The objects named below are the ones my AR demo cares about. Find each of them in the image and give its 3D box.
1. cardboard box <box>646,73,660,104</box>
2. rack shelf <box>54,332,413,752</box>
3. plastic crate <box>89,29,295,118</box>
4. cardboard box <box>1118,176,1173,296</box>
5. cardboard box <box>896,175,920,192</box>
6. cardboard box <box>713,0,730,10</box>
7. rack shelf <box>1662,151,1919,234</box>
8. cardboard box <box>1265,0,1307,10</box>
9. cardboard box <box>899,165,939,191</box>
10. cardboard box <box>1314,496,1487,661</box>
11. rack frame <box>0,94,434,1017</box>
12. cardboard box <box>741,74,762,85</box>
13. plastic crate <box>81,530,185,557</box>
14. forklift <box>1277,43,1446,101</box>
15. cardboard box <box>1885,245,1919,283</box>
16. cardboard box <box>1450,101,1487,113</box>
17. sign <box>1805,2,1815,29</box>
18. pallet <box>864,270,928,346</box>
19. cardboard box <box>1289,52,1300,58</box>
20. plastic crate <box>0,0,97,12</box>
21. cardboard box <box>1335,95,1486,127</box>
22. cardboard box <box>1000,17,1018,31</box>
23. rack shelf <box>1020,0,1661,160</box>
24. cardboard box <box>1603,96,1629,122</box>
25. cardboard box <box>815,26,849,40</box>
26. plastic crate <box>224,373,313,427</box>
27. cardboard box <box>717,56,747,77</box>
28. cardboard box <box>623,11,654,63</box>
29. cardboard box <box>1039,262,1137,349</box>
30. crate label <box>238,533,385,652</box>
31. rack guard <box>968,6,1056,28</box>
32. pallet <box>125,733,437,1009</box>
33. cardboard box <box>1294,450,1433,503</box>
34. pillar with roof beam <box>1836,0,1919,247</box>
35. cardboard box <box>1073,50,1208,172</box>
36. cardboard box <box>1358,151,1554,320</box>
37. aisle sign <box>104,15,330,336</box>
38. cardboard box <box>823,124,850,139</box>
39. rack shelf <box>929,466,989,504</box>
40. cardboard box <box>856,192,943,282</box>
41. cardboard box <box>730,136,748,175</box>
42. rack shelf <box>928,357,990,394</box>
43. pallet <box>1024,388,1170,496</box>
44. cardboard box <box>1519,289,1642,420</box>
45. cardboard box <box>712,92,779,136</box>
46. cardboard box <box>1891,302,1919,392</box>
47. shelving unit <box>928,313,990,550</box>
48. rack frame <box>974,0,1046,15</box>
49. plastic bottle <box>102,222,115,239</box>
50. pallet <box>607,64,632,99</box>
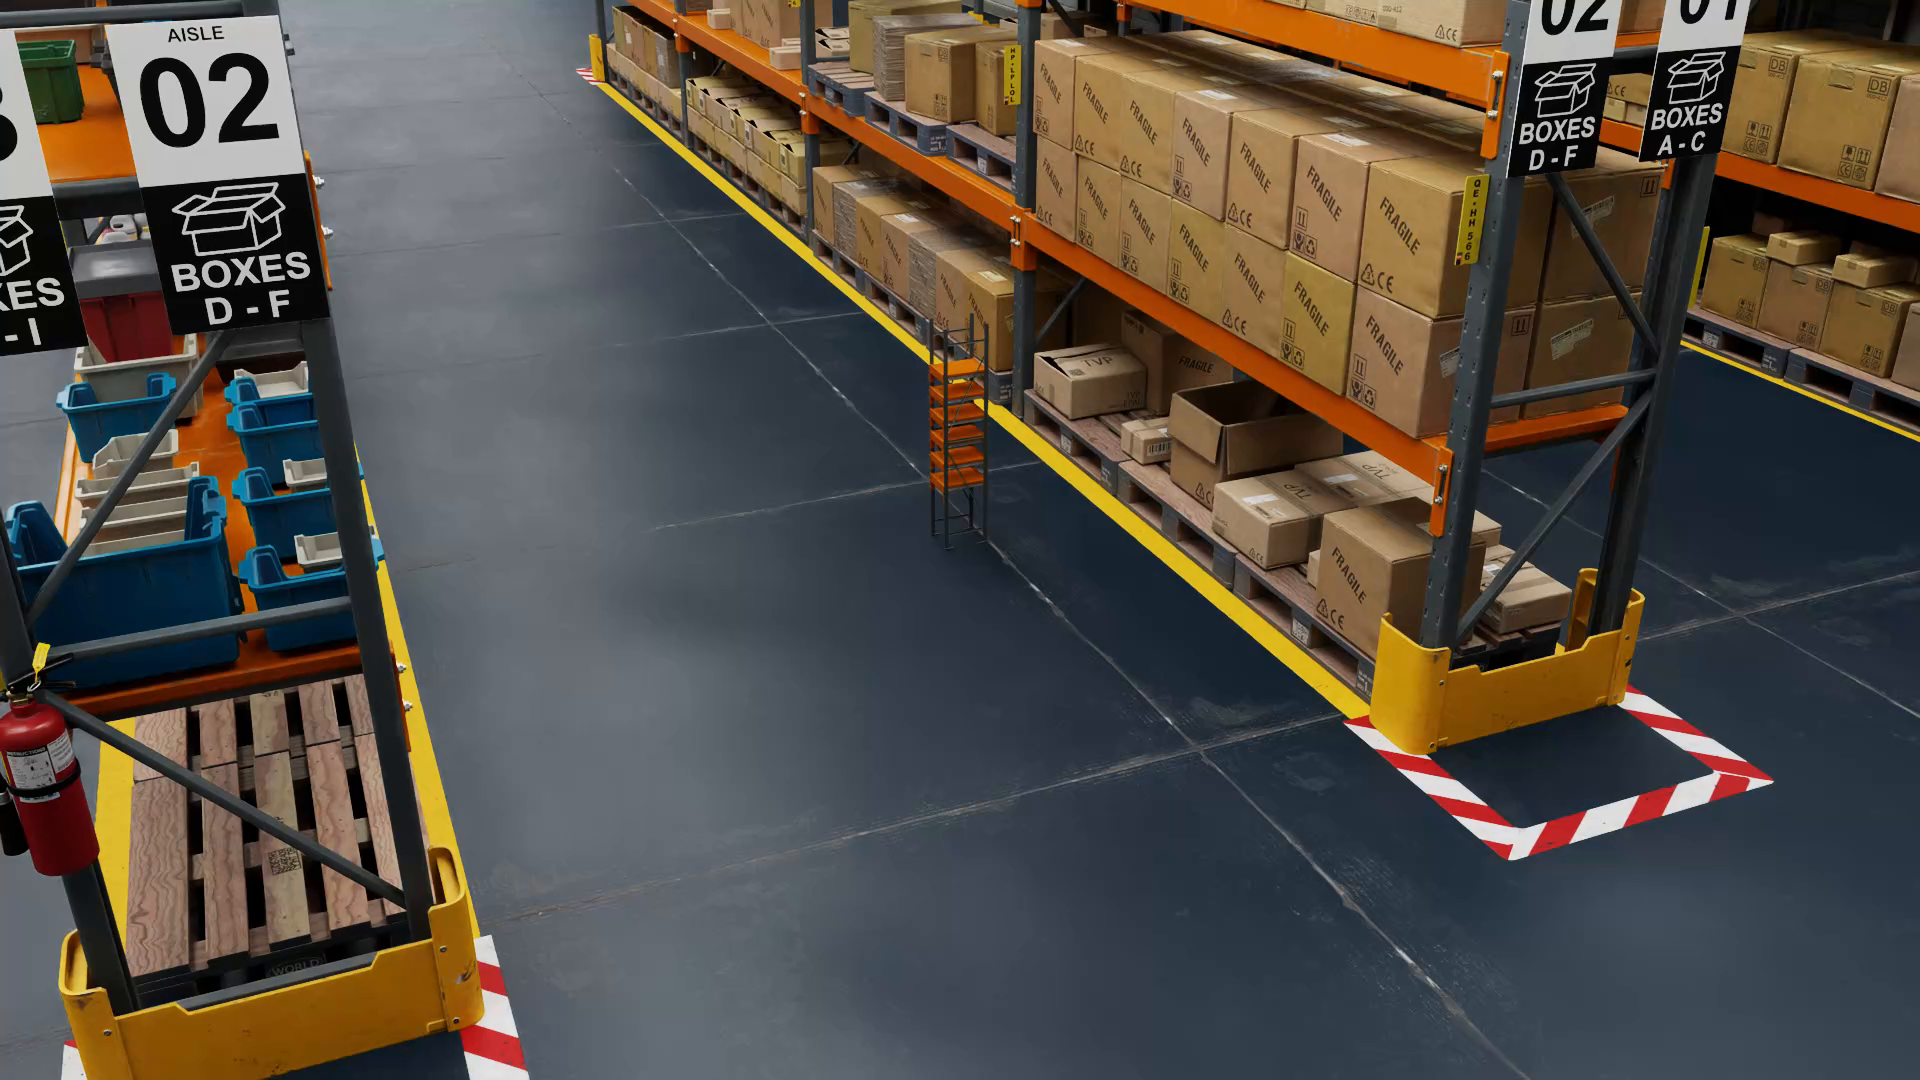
[{"bbox_3d":[-3.106,-4.932,18.088,0.500,0.250,0.500,-11,28,-21],"label":"cardboard box"},{"bbox_3d":[-2.970,-0.217,6.595,1.077,0.370,4.000,-11,28,-21],"label":"rack shelf"},{"bbox_3d":[-2.081,-1.225,4.570,0.497,0.269,0.590,-11,28,-21],"label":"plastic crate"},{"bbox_3d":[1.152,-1.581,8.455,0.500,0.500,0.500,-11,28,-21],"label":"cardboard box"},{"bbox_3d":[-0.178,-2.549,12.899,0.500,0.500,0.500,-9,28,-19],"label":"cardboard box"},{"bbox_3d":[-2.094,-5.168,16.087,0.500,0.250,0.500,-9,27,-17],"label":"cardboard box"},{"bbox_3d":[6.146,-1.919,10.081,1.077,0.370,4.000,-11,28,-21],"label":"rack shelf"},{"bbox_3d":[1.535,-2.428,7.056,0.500,0.250,0.500,-11,28,-21],"label":"cardboard box"},{"bbox_3d":[-0.152,-2.864,12.690,0.500,0.250,0.500,-9,28,-19],"label":"cardboard box"},{"bbox_3d":[1.933,0.166,7.338,0.500,0.500,0.500,-11,28,-21],"label":"cardboard box"},{"bbox_3d":[-2.187,0.268,4.783,1.000,3.000,0.127,-11,28,-21],"label":"rack frame"},{"bbox_3d":[-1.904,-4.517,16.600,0.500,0.311,0.500,-11,28,-21],"label":"cardboard box"},{"bbox_3d":[-2.673,0.061,5.439,0.396,0.136,0.243,-11,28,-21],"label":"plastic crate"},{"bbox_3d":[2.556,-2.728,10.996,1.130,2.935,3.031,0,26,0],"label":"forklift"},{"bbox_3d":[6.097,-1.759,10.565,0.380,0.149,0.250,-10,28,-20],"label":"cardboard box"},{"bbox_3d":[4.301,-3.213,13.883,0.750,0.750,0.750,-11,28,-21],"label":"cardboard box"},{"bbox_3d":[5.873,-3.570,11.566,0.100,0.325,0.005,-11,28,-21],"label":"sign"},{"bbox_3d":[-0.029,-1.759,12.112,1.003,0.211,1.213,-11,28,-21],"label":"pallet"},{"bbox_3d":[3.301,-4.598,16.242,0.500,0.250,0.500,-10,28,-20],"label":"cardboard box"},{"bbox_3d":[-3.519,-2.088,6.338,0.497,0.269,0.590,-11,28,-21],"label":"plastic crate"},{"bbox_3d":[2.038,-1.713,7.587,0.500,0.500,0.500,-10,28,-20],"label":"cardboard box"},{"bbox_3d":[0.851,-6.589,21.389,0.500,0.311,0.500,-14,29,-26],"label":"cardboard box"},{"bbox_3d":[1.589,-2.414,7.677,1.077,0.370,4.000,-11,28,-21],"label":"rack shelf"},{"bbox_3d":[4.849,-3.131,12.008,0.380,0.149,0.250,-10,28,-20],"label":"cardboard box"},{"bbox_3d":[-0.932,-4.166,13.965,0.500,0.311,0.500,-11,28,-21],"label":"cardboard box"},{"bbox_3d":[-2.613,-0.493,6.464,0.416,0.233,0.300,-11,28,-21],"label":"plastic crate"},{"bbox_3d":[-2.220,-4.958,17.286,0.500,0.500,0.500,-11,28,-21],"label":"cardboard box"},{"bbox_3d":[-3.483,-5.676,18.756,0.500,0.500,0.500,-11,28,-21],"label":"cardboard box"},{"bbox_3d":[0.841,-1.508,10.768,0.500,0.500,0.500,-12,28,-23],"label":"cardboard box"},{"bbox_3d":[-1.980,0.160,5.127,0.416,0.233,0.303,-11,28,-21],"label":"crate label"},{"bbox_3d":[0.693,-6.740,21.985,1.175,0.500,0.348,-11,28,-21],"label":"rack guard"},{"bbox_3d":[-2.474,1.181,6.091,1.003,0.211,1.213,-11,28,-21],"label":"pallet"},{"bbox_3d":[2.029,-0.216,8.406,0.500,0.250,0.500,-11,28,-21],"label":"cardboard box"},{"bbox_3d":[2.472,-4.872,8.471,9.100,9.000,0.400,-11,28,-21],"label":"pillar with roof beam"},{"bbox_3d":[0.934,-2.244,8.674,0.500,0.500,0.500,-11,28,-22],"label":"cardboard box"},{"bbox_3d":[1.945,-1.209,6.553,0.500,0.500,0.500,-11,28,-21],"label":"cardboard box"},{"bbox_3d":[-1.885,-0.923,4.258,0.394,0.787,0.004,-11,28,-21],"label":"aisle sign"},{"bbox_3d":[-0.909,-3.489,14.494,0.500,0.311,0.500,-11,28,-22],"label":"cardboard box"},{"bbox_3d":[-0.006,-0.289,8.624,0.258,0.103,0.180,-11,28,-21],"label":"rack shelf"},{"bbox_3d":[-0.443,-2.240,12.266,0.500,0.500,0.500,-11,28,-21],"label":"cardboard box"},{"bbox_3d":[-1.794,-3.553,15.264,0.500,0.250,0.500,-10,28,-20],"label":"cardboard box"},{"bbox_3d":[-0.006,-0.829,8.360,0.258,0.103,0.180,-11,28,-21],"label":"rack shelf"},{"bbox_3d":[1.074,-0.666,9.874,1.003,0.211,1.213,-11,28,-21],"label":"pallet"},{"bbox_3d":[2.441,-0.851,6.961,0.500,0.500,0.500,-10,28,-20],"label":"cardboard box"},{"bbox_3d":[-1.999,-4.010,15.561,0.500,0.311,0.500,-12,28,-22],"label":"cardboard box"},{"bbox_3d":[6.169,-1.170,10.099,0.700,0.500,0.500,-12,28,-22],"label":"cardboard box"},{"bbox_3d":[-0.006,-0.545,8.499,0.258,1.200,0.189,-11,28,-21],"label":"shelving unit"},{"bbox_3d":[0.663,-7.894,21.499,1.000,3.000,0.127,-11,28,-21],"label":"rack frame"},{"bbox_3d":[-4.337,-1.484,8.504,0.061,0.283,0.133,-11,28,-21],"label":"plastic bottle"},{"bbox_3d":[-3.555,-5.487,19.747,1.003,0.211,1.213,-11,28,-21],"label":"pallet"}]
